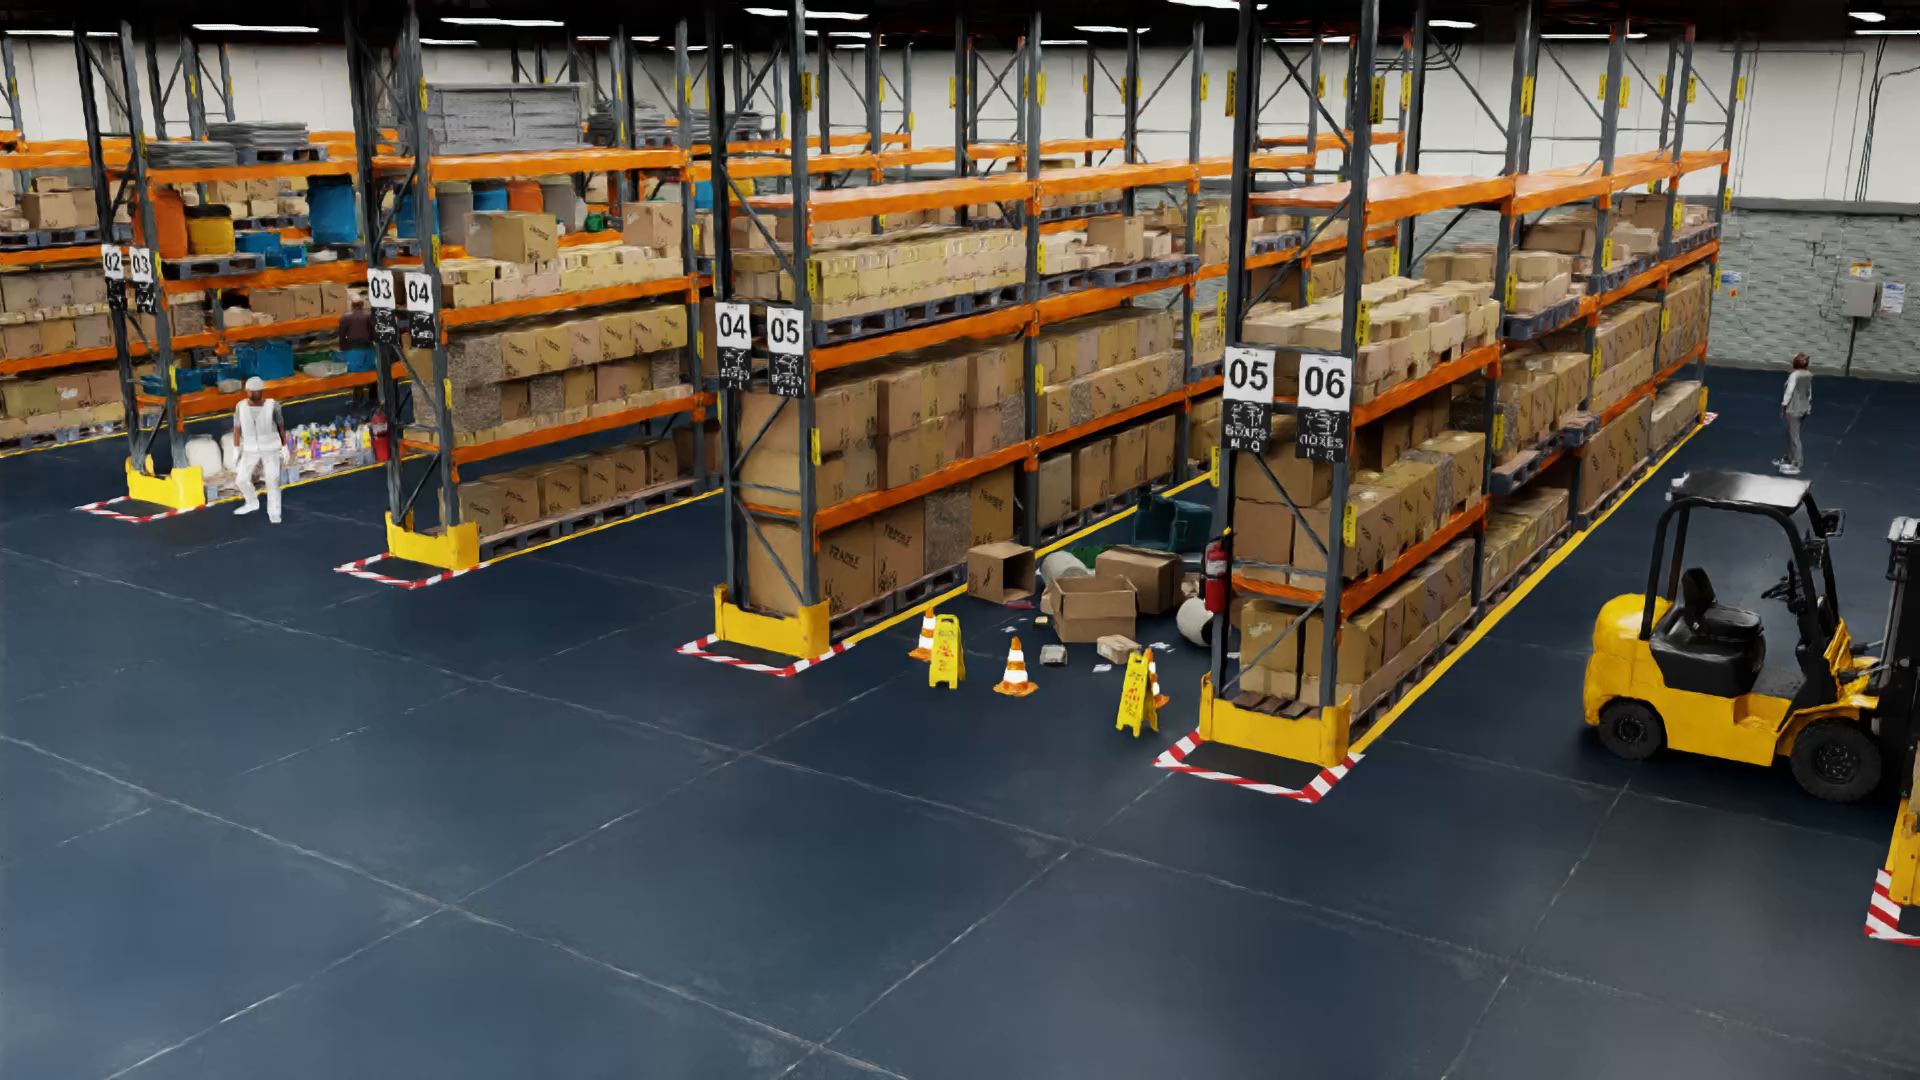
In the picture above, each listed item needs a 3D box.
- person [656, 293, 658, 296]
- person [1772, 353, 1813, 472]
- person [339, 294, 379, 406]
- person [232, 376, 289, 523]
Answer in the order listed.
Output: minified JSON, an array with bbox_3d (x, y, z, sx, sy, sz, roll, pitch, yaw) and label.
[{"bbox_3d":[-5.542,-4.411,31.985,0.686,1.666,0.867,12,19,36],"label":"person"},{"bbox_3d":[11.256,-1.736,22.439,0.535,1.588,0.532,-10,18,-31],"label":"person"},{"bbox_3d":[-9.702,-3.096,26.965,0.677,1.775,0.636,-7,17,-25],"label":"person"},{"bbox_3d":[-8.396,-1.090,19.823,0.735,1.773,0.526,-2,16,-7],"label":"person"}]
